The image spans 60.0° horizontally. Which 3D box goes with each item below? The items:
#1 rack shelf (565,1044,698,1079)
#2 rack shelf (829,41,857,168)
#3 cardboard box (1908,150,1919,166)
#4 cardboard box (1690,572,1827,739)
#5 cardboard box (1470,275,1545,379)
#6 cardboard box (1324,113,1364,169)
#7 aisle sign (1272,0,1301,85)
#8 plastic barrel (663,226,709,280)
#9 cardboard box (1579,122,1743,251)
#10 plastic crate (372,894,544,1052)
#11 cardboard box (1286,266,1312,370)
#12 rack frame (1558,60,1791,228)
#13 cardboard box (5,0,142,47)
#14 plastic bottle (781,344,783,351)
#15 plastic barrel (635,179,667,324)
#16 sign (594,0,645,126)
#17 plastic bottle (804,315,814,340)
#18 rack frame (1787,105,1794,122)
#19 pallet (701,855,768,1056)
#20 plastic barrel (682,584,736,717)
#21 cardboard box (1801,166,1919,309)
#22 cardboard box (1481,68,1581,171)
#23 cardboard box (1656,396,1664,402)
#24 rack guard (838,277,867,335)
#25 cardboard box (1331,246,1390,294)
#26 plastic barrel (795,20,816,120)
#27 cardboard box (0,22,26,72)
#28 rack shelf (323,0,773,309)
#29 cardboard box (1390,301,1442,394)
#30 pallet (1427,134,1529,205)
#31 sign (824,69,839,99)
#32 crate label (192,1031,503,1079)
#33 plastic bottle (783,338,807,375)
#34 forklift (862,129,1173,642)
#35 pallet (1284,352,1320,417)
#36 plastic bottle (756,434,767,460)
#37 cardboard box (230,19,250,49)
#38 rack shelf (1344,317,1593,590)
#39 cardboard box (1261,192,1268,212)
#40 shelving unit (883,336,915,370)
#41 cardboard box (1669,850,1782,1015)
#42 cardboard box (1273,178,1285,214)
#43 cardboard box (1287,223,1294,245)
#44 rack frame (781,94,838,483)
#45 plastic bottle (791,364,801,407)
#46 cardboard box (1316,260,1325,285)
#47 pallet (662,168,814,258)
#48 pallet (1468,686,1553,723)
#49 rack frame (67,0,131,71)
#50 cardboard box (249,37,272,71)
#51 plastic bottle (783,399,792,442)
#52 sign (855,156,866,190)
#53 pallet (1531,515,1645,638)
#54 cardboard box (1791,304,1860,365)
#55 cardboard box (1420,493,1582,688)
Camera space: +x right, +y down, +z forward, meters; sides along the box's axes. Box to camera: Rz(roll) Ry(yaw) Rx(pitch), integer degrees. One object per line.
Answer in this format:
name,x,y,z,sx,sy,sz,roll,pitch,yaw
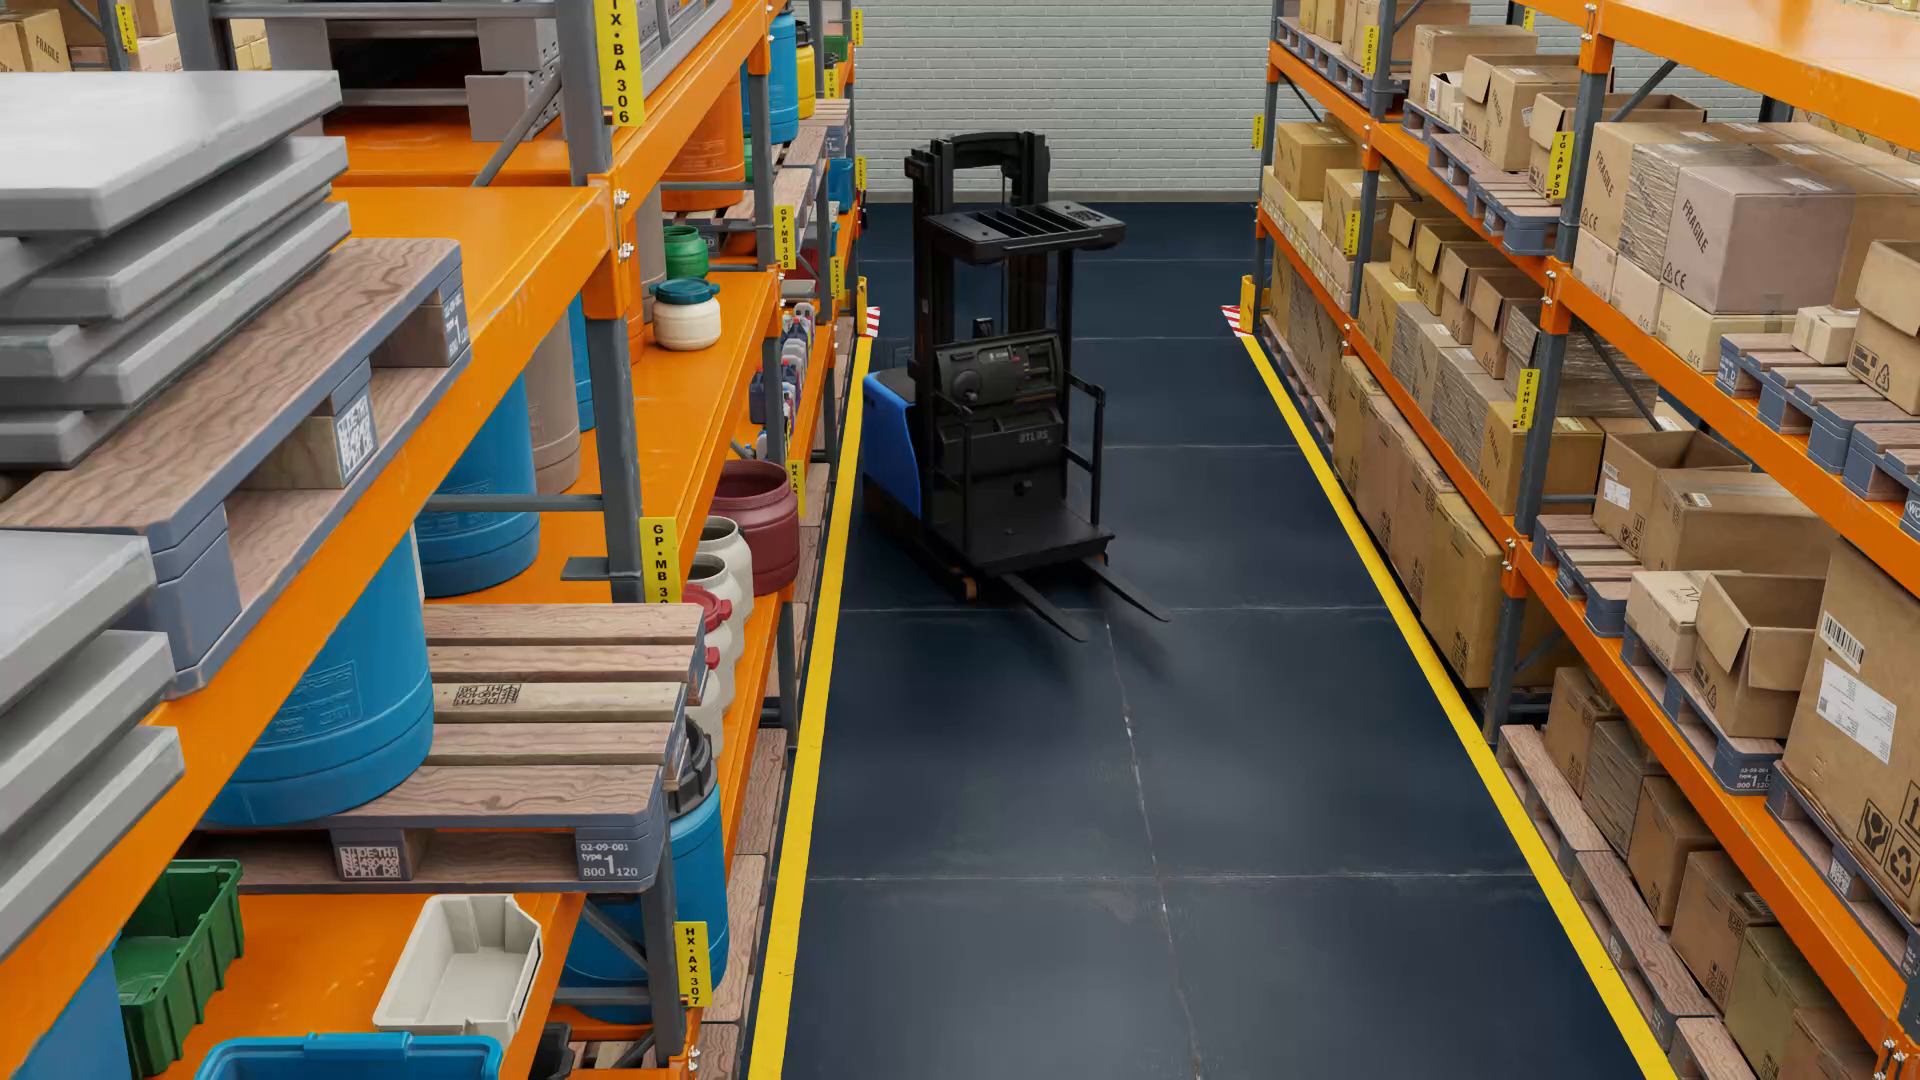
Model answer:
rack shelf,-1.363,2.607,3.601,1.077,0.370,4.000,0,24,-1
rack shelf,-1.494,-3.704,13.916,1.077,0.370,4.000,0,24,-1
cardboard box,8.163,-3.097,13.645,0.500,0.500,0.500,0,24,1
cardboard box,3.456,0.481,6.795,0.797,0.503,0.637,2,24,5
cardboard box,3.528,-1.288,10.001,0.797,0.503,0.637,0,24,1
cardboard box,3.705,-3.721,15.631,0.500,0.500,0.500,0,24,0
aisle sign,3.136,-4.724,15.784,0.394,0.787,0.004,0,24,-1
plastic barrel,-1.375,-1.387,8.109,0.294,0.245,0.294,0,24,0
cardboard box,3.272,-1.660,7.796,0.500,0.500,0.500,0,24,0
plastic crate,-0.963,0.869,3.253,0.243,0.136,0.396,0,24,-1
cardboard box,3.534,-2.096,15.197,0.875,0.875,0.875,0,24,-1
rack frame,3.524,-2.948,7.732,1.000,3.000,0.127,0,24,-1
cardboard box,-6.469,-3.888,12.116,0.700,0.500,0.500,0,24,-1
plastic bottle,-1.260,-1.255,11.424,0.097,0.271,0.097,0,24,0
plastic barrel,-1.637,-1.448,7.448,0.600,0.901,0.600,0,24,0
sign,-0.835,-1.181,4.077,0.100,0.325,0.005,0,24,-1
plastic bottle,-1.116,-1.542,12.144,0.097,0.201,0.097,0,24,0
rack frame,8.397,-3.492,16.215,1.000,3.000,0.127,0,24,-1
pallet,-1.449,1.899,7.679,1.003,0.211,1.213,0,24,-1
plastic barrel,-1.189,0.518,7.184,0.433,0.535,0.433,0,24,0
cardboard box,3.786,-1.244,6.876,0.500,0.500,0.500,0,24,0
cardboard box,3.348,-2.425,9.584,0.500,0.500,0.500,1,24,2
cardboard box,3.783,-0.675,9.864,0.500,0.500,0.500,-1,24,-2
rack guard,-1.529,-2.360,16.745,1.175,0.500,0.348,0,24,-1
cardboard box,3.213,-2.111,12.982,0.500,0.250,0.500,-1,24,-2
plastic barrel,-1.259,-3.110,10.991,0.600,0.588,0.600,0,24,0
cardboard box,-6.464,-2.986,10.704,0.600,0.600,0.600,-1,24,-1
rack shelf,-1.407,-1.592,6.092,1.077,0.370,4.000,0,24,-1
cardboard box,3.247,-1.305,11.257,0.500,0.500,0.500,-1,24,-2
pallet,3.449,-2.222,9.994,1.003,0.211,1.213,1,24,2
sign,-0.922,-3.213,11.948,0.100,0.325,0.005,0,24,-1
crate label,-1.032,1.032,2.752,0.502,0.251,0.408,0,24,-1
plastic bottle,-1.135,-1.265,11.441,0.152,0.276,0.135,0,24,-1
forklift,0.371,-1.128,11.070,1.130,2.935,3.031,-12,27,-24
pallet,3.534,-1.410,14.996,1.003,0.211,1.213,0,24,-1
plastic bottle,-1.115,-0.507,9.764,0.152,0.276,0.135,0,24,-1
cardboard box,-6.189,-4.166,13.640,0.500,0.250,0.500,0,24,-1
rack shelf,3.502,-0.711,10.939,1.077,0.370,4.000,0,24,-1
cardboard box,3.111,-3.249,15.982,0.380,0.149,0.250,0,24,0
shelving unit,-0.420,-0.944,12.752,0.258,1.200,0.189,-10,23,-21
cardboard box,3.589,1.691,7.253,0.700,0.500,0.500,-2,24,-5
cardboard box,3.184,-3.166,15.314,0.500,0.250,0.500,-1,24,-1
cardboard box,3.127,-2.719,14.811,0.380,0.149,0.250,-1,24,-1
rack frame,-1.472,-1.841,12.564,1.000,3.000,0.127,0,24,-1
plastic bottle,-1.083,-1.022,10.895,0.061,0.283,0.133,0,24,-1
cardboard box,3.141,-2.191,13.642,0.380,0.149,0.250,0,24,0
pallet,-1.339,-1.789,9.038,1.003,0.211,1.213,0,24,-1
pallet,3.591,0.730,10.262,1.003,0.211,1.213,0,24,-1
rack frame,-6.426,-4.554,11.282,1.000,3.000,0.127,0,24,-1
cardboard box,-6.187,-4.144,14.199,0.500,0.250,0.500,0,24,-1
plastic bottle,-1.094,-0.743,10.291,0.097,0.271,0.097,0,24,0
sign,-0.966,-3.573,16.195,0.100,0.325,0.005,0,24,-1
pallet,3.638,0.166,8.360,1.213,0.211,1.003,0,24,-1
cardboard box,3.447,-0.791,6.375,0.380,0.166,0.250,-1,24,-2
cardboard box,3.537,0.277,9.949,1.225,0.875,0.875,-1,24,-3
